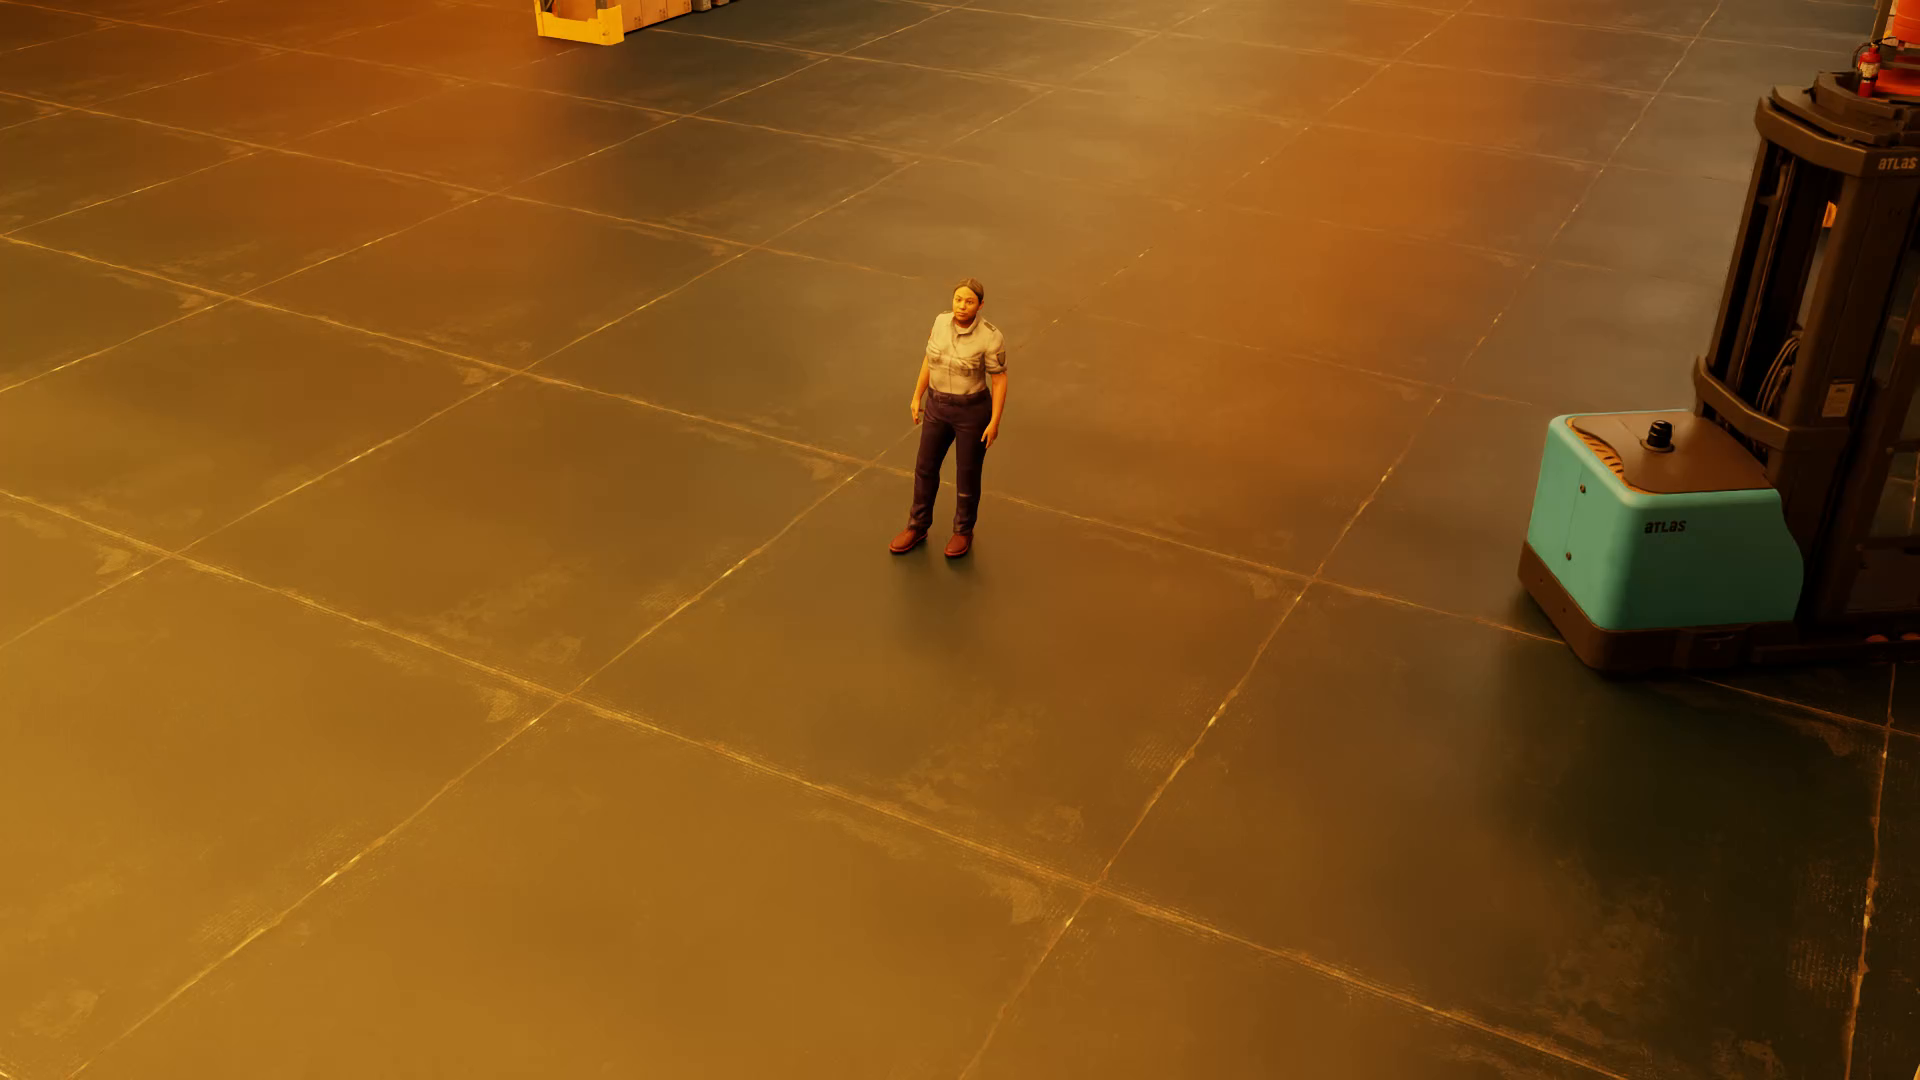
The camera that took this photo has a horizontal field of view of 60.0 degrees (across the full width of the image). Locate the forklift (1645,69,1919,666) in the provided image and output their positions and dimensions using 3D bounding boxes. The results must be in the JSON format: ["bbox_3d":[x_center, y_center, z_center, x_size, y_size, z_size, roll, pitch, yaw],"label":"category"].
[{"bbox_3d":[4.736,-0.858,8.558,3.031,2.935,1.121,-3,30,-5],"label":"forklift"}]

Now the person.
[{"bbox_3d":[-0.064,-0.686,9.529,0.598,1.651,0.502,15,33,25],"label":"person"}]
